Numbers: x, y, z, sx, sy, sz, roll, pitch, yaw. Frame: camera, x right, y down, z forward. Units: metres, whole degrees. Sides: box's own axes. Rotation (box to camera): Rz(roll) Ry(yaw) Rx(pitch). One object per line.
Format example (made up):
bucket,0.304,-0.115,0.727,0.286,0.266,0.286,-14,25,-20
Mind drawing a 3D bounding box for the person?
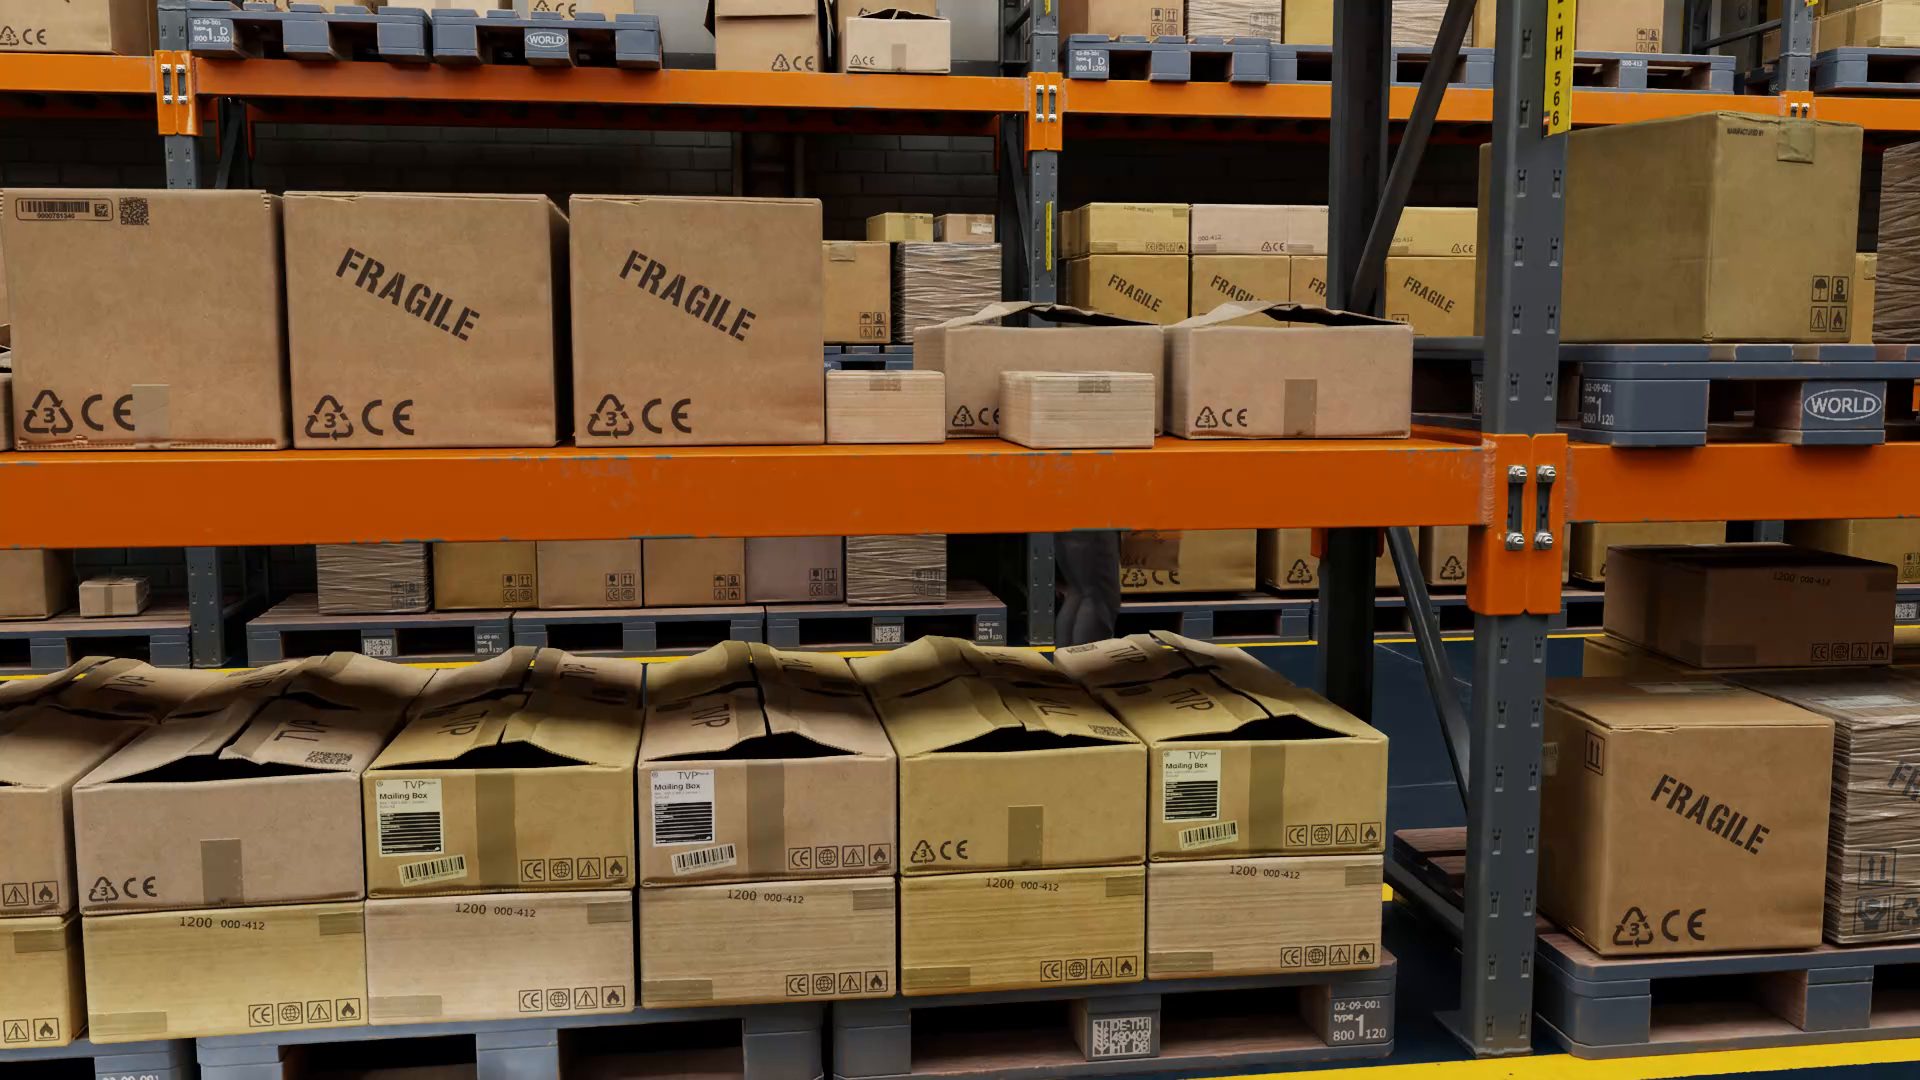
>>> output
person,0.545,-0.120,6.866,0.378,1.662,0.484,-1,7,-10
